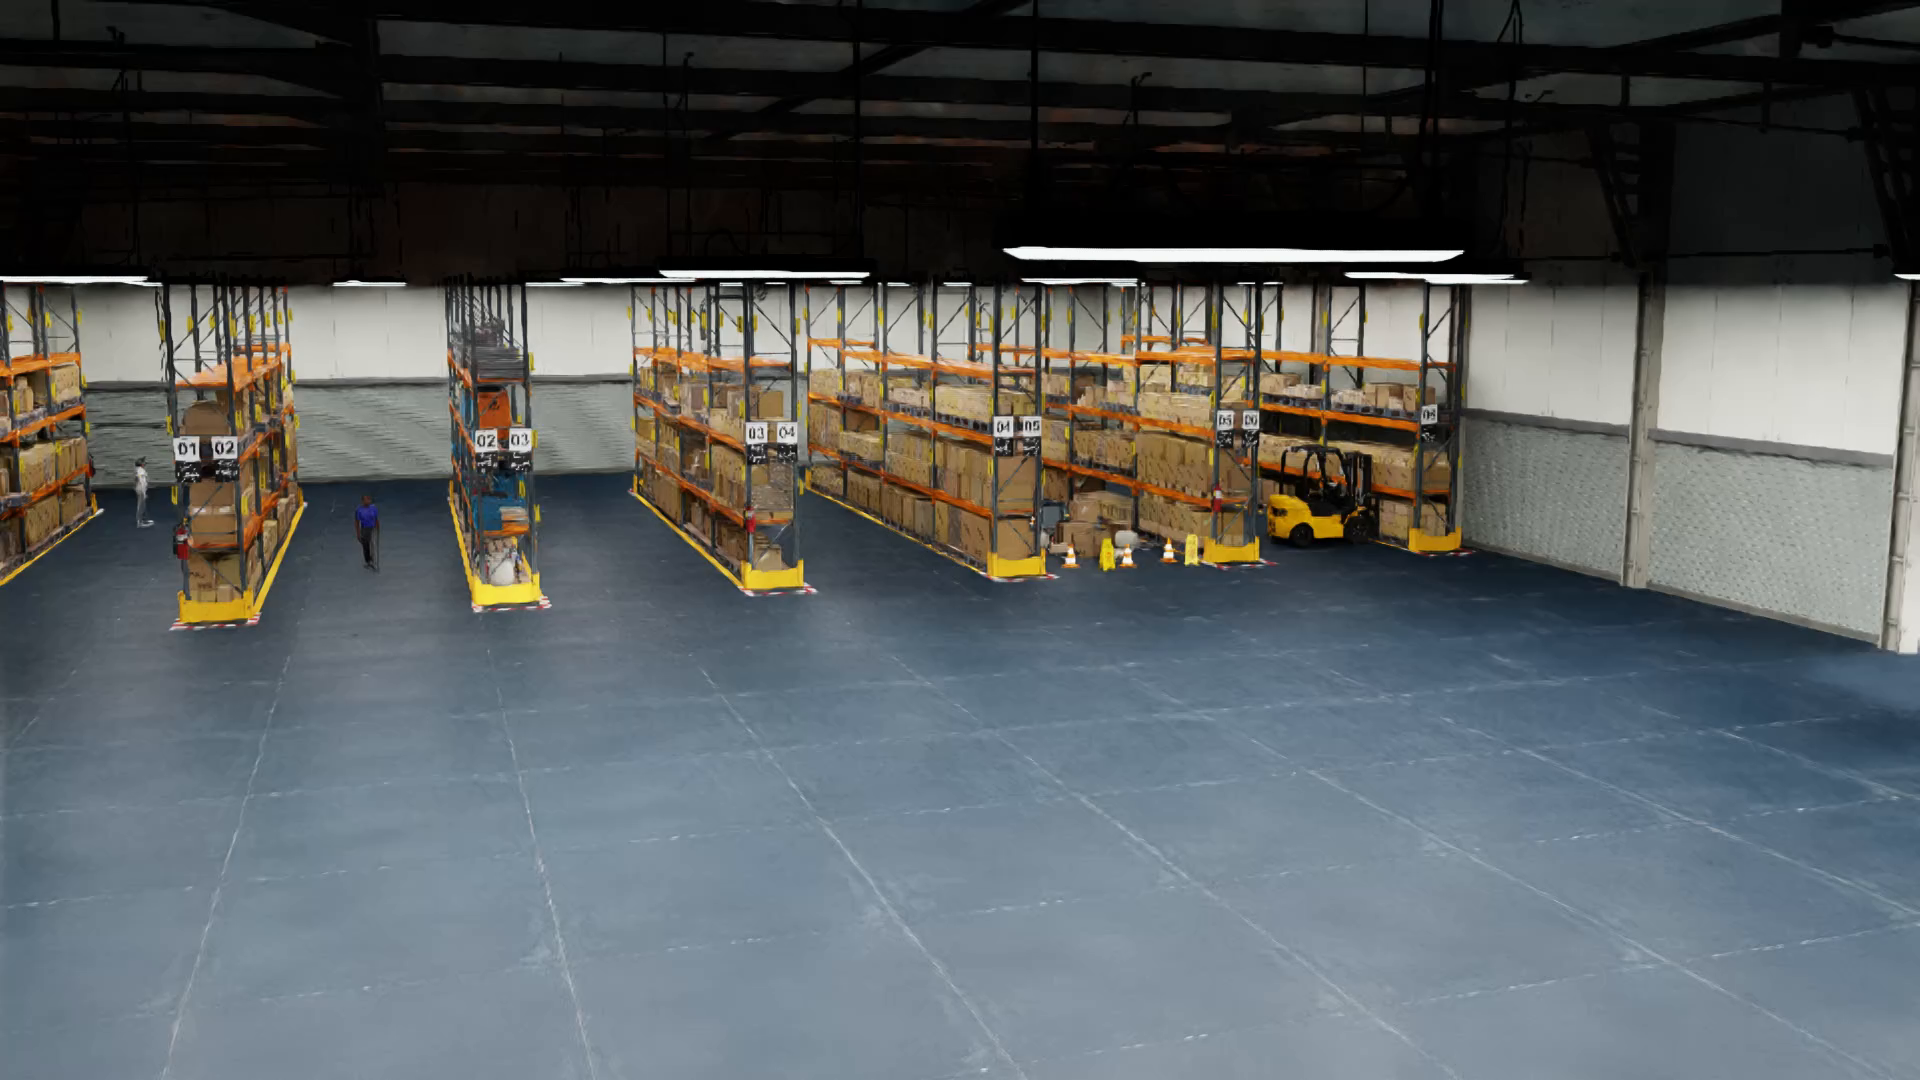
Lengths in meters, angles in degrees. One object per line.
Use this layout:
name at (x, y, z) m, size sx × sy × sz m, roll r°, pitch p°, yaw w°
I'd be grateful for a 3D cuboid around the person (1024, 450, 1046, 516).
person at (1.886, -1.425, 41.614) m, size 0.594 × 1.744 × 0.668 m, roll 1°, pitch 9°, yaw 6°

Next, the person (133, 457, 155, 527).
person at (-19.727, -1.171, 40.176) m, size 0.438 × 1.682 × 0.548 m, roll -6°, pitch 10°, yaw -34°

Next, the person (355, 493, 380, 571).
person at (-12.102, -0.177, 33.975) m, size 0.447 × 1.560 × 1.088 m, roll -3°, pitch 9°, yaw -16°

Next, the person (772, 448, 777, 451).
person at (-5.433, -2.356, 47.710) m, size 0.556 × 1.776 × 0.698 m, roll -5°, pitch 10°, yaw -31°
